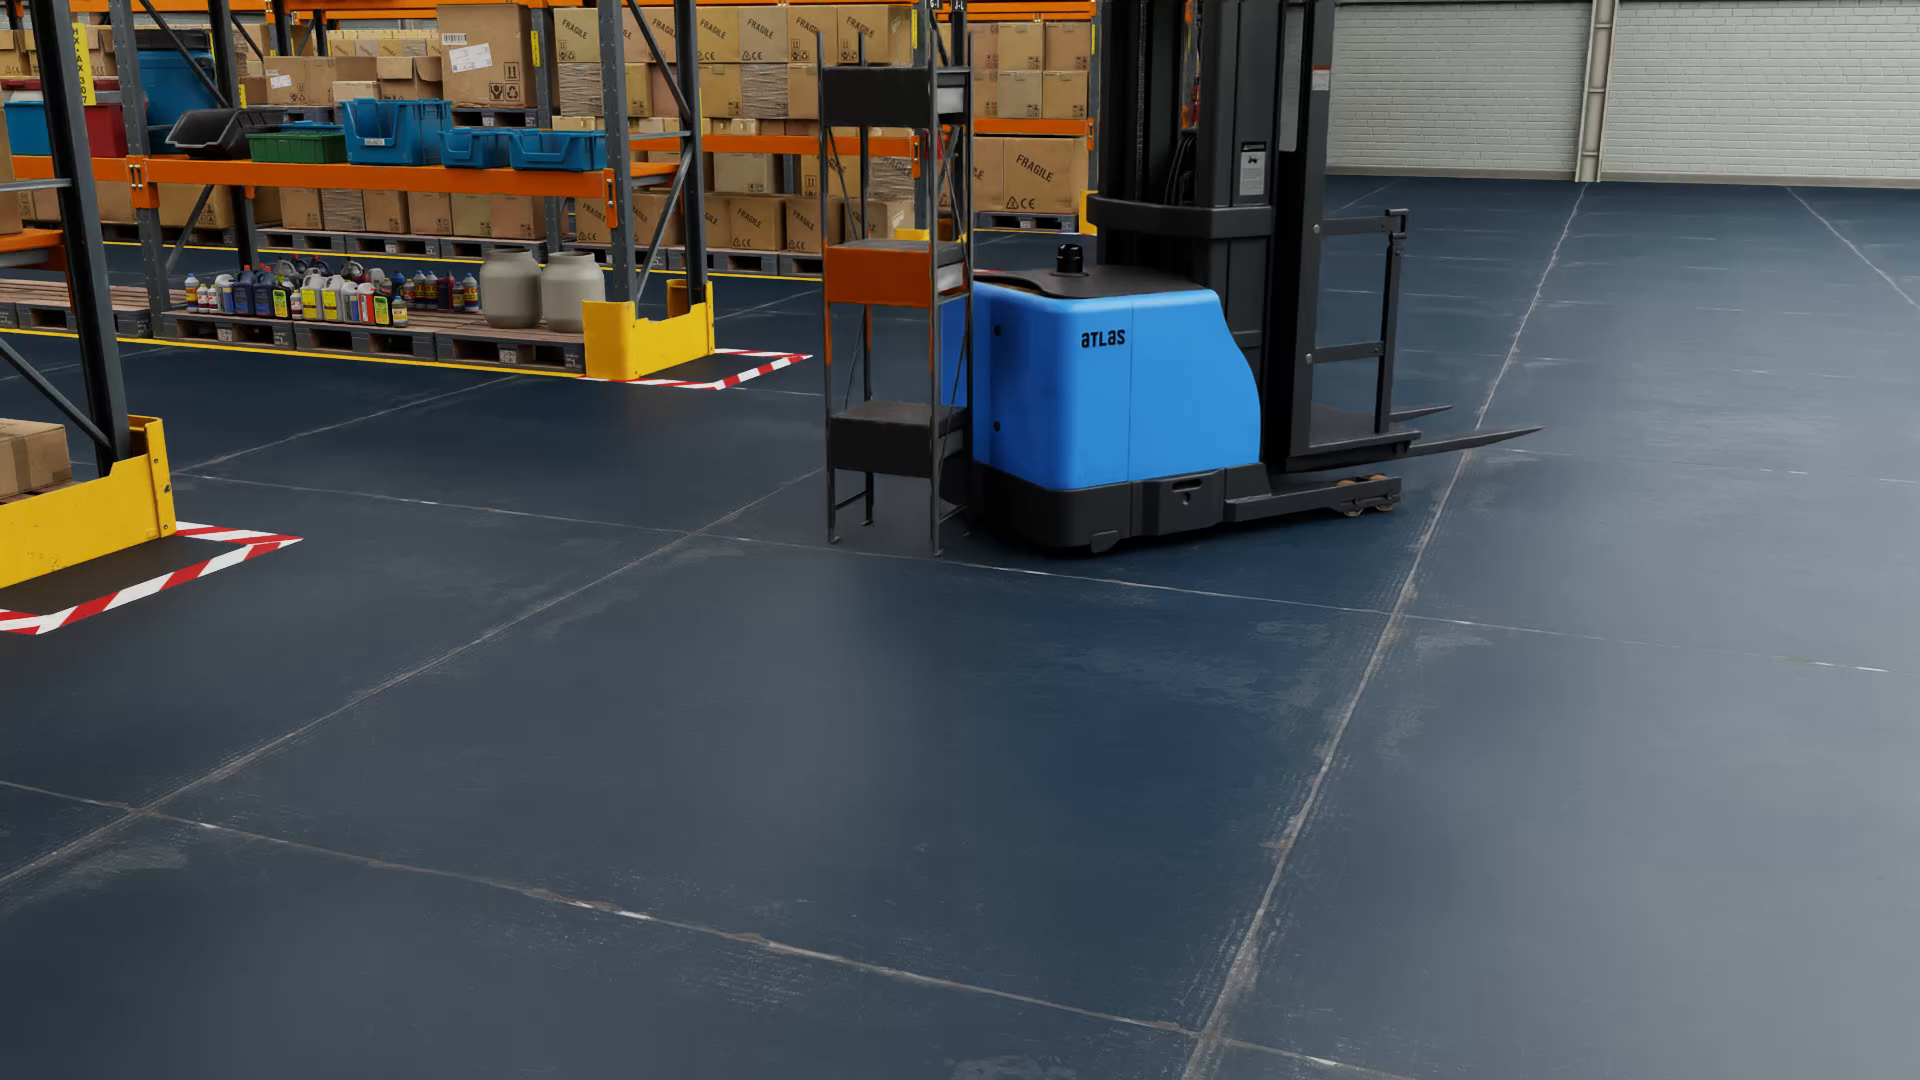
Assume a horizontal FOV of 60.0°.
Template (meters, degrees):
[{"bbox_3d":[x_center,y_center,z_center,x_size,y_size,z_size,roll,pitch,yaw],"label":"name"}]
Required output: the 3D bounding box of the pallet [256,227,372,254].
[{"bbox_3d":[-6.891,-3.319,18.228,1.213,0.211,1.003,6,17,21],"label":"pallet"}]

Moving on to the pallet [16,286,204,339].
[{"bbox_3d":[-6.458,-1.776,12.912,1.213,0.211,1.003,6,17,21],"label":"pallet"}]

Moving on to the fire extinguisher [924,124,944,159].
[{"bbox_3d":[-0.238,-3.752,14.855,0.183,0.674,0.296,6,17,21],"label":"fire extinguisher"}]

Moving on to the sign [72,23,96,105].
[{"bbox_3d":[-3.604,-1.948,6.810,0.005,0.325,0.100,6,17,21],"label":"sign"}]

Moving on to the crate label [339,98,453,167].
[{"bbox_3d":[-3.804,-2.771,11.274,0.616,0.435,0.502,6,17,21],"label":"crate label"}]

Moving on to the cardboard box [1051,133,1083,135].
[{"bbox_3d":[1.666,-5.852,24.784,0.500,0.500,0.500,6,17,19],"label":"cardboard box"}]

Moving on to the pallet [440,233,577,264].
[{"bbox_3d":[-4.621,-3.069,17.368,1.213,0.211,1.003,6,17,21],"label":"pallet"}]

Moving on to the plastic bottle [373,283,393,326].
[{"bbox_3d":[-3.977,-1.624,11.469,0.133,0.283,0.061,7,17,22],"label":"plastic bottle"}]

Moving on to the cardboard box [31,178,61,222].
[{"bbox_3d":[-9.904,-4.177,19.241,0.875,0.875,1.225,6,17,19],"label":"cardboard box"}]

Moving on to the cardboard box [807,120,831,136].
[{"bbox_3d":[-1.227,-3.843,15.480,0.250,0.149,0.380,6,17,21],"label":"cardboard box"}]

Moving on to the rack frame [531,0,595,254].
[{"bbox_3d":[-3.896,-4.329,16.706,0.127,3.000,1.000,6,17,21],"label":"rack frame"}]

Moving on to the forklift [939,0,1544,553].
[{"bbox_3d":[1.440,-1.630,7.533,3.031,2.935,1.130,-9,18,-28],"label":"forklift"}]

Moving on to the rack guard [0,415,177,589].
[{"bbox_3d":[-3.791,-0.148,6.788,0.348,0.500,1.175,6,17,21],"label":"rack guard"}]

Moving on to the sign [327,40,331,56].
[{"bbox_3d":[-9.224,-7.124,24.256,0.005,0.325,0.100,6,17,21],"label":"sign"}]

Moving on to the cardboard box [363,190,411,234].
[{"bbox_3d":[-5.936,-3.576,17.807,0.500,0.500,0.700,8,18,25],"label":"cardboard box"}]

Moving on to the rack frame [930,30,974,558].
[{"bbox_3d":[-0.030,-0.986,6.803,0.015,2.100,0.400,7,18,22],"label":"rack frame"}]

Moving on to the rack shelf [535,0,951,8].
[{"bbox_3d":[-2.036,-5.220,15.683,4.000,0.370,1.077,6,17,21],"label":"rack shelf"}]

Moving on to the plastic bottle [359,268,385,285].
[{"bbox_3d":[-4.380,-1.886,12.388,0.135,0.276,0.152,7,17,22],"label":"plastic bottle"}]

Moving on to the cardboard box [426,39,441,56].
[{"bbox_3d":[-8.711,-8.277,28.330,0.500,0.500,0.500,6,17,20],"label":"cardboard box"}]

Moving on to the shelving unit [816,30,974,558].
[{"bbox_3d":[-0.254,-1.013,6.896,0.503,2.100,0.431,7,18,22],"label":"shelving unit"}]

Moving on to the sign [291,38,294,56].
[{"bbox_3d":[-7.427,-5.398,18.453,0.005,0.325,0.100,6,17,21],"label":"sign"}]

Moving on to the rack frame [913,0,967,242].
[{"bbox_3d":[-0.175,-3.920,15.296,0.127,3.000,1.000,6,17,21],"label":"rack frame"}]

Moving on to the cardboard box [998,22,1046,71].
[{"bbox_3d":[0.862,-5.867,19.797,0.550,0.550,0.875,6,17,21],"label":"cardboard box"}]

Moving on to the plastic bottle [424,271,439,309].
[{"bbox_3d":[-3.884,-1.838,12.229,0.097,0.271,0.097,0,16,0],"label":"plastic bottle"}]

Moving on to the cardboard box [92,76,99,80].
[{"bbox_3d":[-9.586,-4.930,18.595,0.500,0.500,0.500,7,17,22],"label":"cardboard box"}]

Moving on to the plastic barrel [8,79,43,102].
[{"bbox_3d":[-7.206,-3.340,13.054,0.433,0.535,0.433,0,16,0],"label":"plastic barrel"}]

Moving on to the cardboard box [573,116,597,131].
[{"bbox_3d":[-3.579,-4.080,16.297,0.250,0.149,0.380,6,17,21],"label":"cardboard box"}]

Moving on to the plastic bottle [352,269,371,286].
[{"bbox_3d":[-4.419,-1.862,12.291,0.133,0.283,0.061,6,17,21],"label":"plastic bottle"}]

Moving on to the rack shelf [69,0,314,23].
[{"bbox_3d":[-11.285,-7.723,24.307,4.000,0.370,1.077,6,17,21],"label":"rack shelf"}]

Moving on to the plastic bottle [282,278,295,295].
[{"bbox_3d":[-4.789,-1.731,11.860,0.097,0.271,0.097,0,16,0],"label":"plastic bottle"}]

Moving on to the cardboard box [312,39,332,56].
[{"bbox_3d":[-11.081,-8.532,29.211,0.500,0.500,0.500,6,17,19],"label":"cardboard box"}]

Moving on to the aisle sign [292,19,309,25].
[{"bbox_3d":[-11.597,-9.308,29.191,0.004,0.787,0.394,6,17,21],"label":"aisle sign"}]

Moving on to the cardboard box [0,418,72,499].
[{"bbox_3d":[-4.231,-0.345,7.160,0.500,0.250,0.500,6,17,21],"label":"cardboard box"}]

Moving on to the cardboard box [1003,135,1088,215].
[{"bbox_3d":[1.084,-4.430,20.110,0.875,0.875,0.875,6,17,21],"label":"cardboard box"}]

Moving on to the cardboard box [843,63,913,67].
[{"bbox_3d":[-0.677,-4.174,15.459,0.500,0.500,0.875,6,17,21],"label":"cardboard box"}]

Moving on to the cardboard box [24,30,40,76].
[{"bbox_3d":[-10.107,-5.541,18.901,0.637,0.503,0.797,6,17,21],"label":"cardboard box"}]

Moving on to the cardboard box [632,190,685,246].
[{"bbox_3d":[-3.003,-3.223,16.624,0.500,0.500,0.500,13,21,38],"label":"cardboard box"}]

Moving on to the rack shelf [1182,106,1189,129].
[{"bbox_3d":[1.600,-6.349,24.955,4.000,0.370,1.077,6,17,21],"label":"rack shelf"}]

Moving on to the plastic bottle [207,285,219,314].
[{"bbox_3d":[-5.389,-1.745,12.034,0.097,0.201,0.097,0,16,0],"label":"plastic bottle"}]

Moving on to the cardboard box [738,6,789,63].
[{"bbox_3d":[-1.709,-4.685,15.424,0.500,0.500,0.500,6,17,21],"label":"cardboard box"}]

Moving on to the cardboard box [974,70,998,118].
[{"bbox_3d":[0.382,-5.435,20.245,0.550,0.550,0.875,6,17,21],"label":"cardboard box"}]

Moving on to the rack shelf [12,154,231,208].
[{"bbox_3d":[-7.574,-2.904,13.086,4.000,0.370,1.077,6,17,21],"label":"rack shelf"}]

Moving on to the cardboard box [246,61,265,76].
[{"bbox_3d":[-9.978,-6.591,23.783,0.500,0.500,0.500,6,17,21],"label":"cardboard box"}]

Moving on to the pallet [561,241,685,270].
[{"bbox_3d":[-3.259,-2.931,16.890,1.213,0.211,1.003,6,17,21],"label":"pallet"}]

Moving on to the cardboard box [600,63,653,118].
[{"bbox_3d":[-3.048,-4.398,16.229,0.500,0.500,0.875,6,17,21],"label":"cardboard box"}]

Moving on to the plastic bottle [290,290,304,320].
[{"bbox_3d":[-4.685,-1.668,11.768,0.097,0.201,0.097,0,16,0],"label":"plastic bottle"}]

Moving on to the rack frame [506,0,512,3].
[{"bbox_3d":[-5.703,-6.014,22.511,0.127,3.000,1.000,6,17,21],"label":"rack frame"}]

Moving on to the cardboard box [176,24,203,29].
[{"bbox_3d":[-10.915,-7.180,24.020,0.500,0.500,0.500,7,18,22],"label":"cardboard box"}]

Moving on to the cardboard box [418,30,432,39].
[{"bbox_3d":[-9.027,-8.627,28.374,0.250,0.149,0.380,6,17,20],"label":"cardboard box"}]

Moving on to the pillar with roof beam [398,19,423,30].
[{"bbox_3d":[-13.362,-11.689,31.296,0.400,9.000,9.100,6,17,21],"label":"pillar with roof beam"}]

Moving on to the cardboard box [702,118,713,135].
[{"bbox_3d":[-2.406,-3.959,15.880,0.250,0.149,0.380,6,17,21],"label":"cardboard box"}]

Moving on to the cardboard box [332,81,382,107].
[{"bbox_3d":[-6.143,-4.637,17.282,0.500,0.250,0.500,6,17,19],"label":"cardboard box"}]

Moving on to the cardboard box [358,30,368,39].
[{"bbox_3d":[-10.210,-8.758,28.827,0.250,0.149,0.380,6,17,21],"label":"cardboard box"}]
